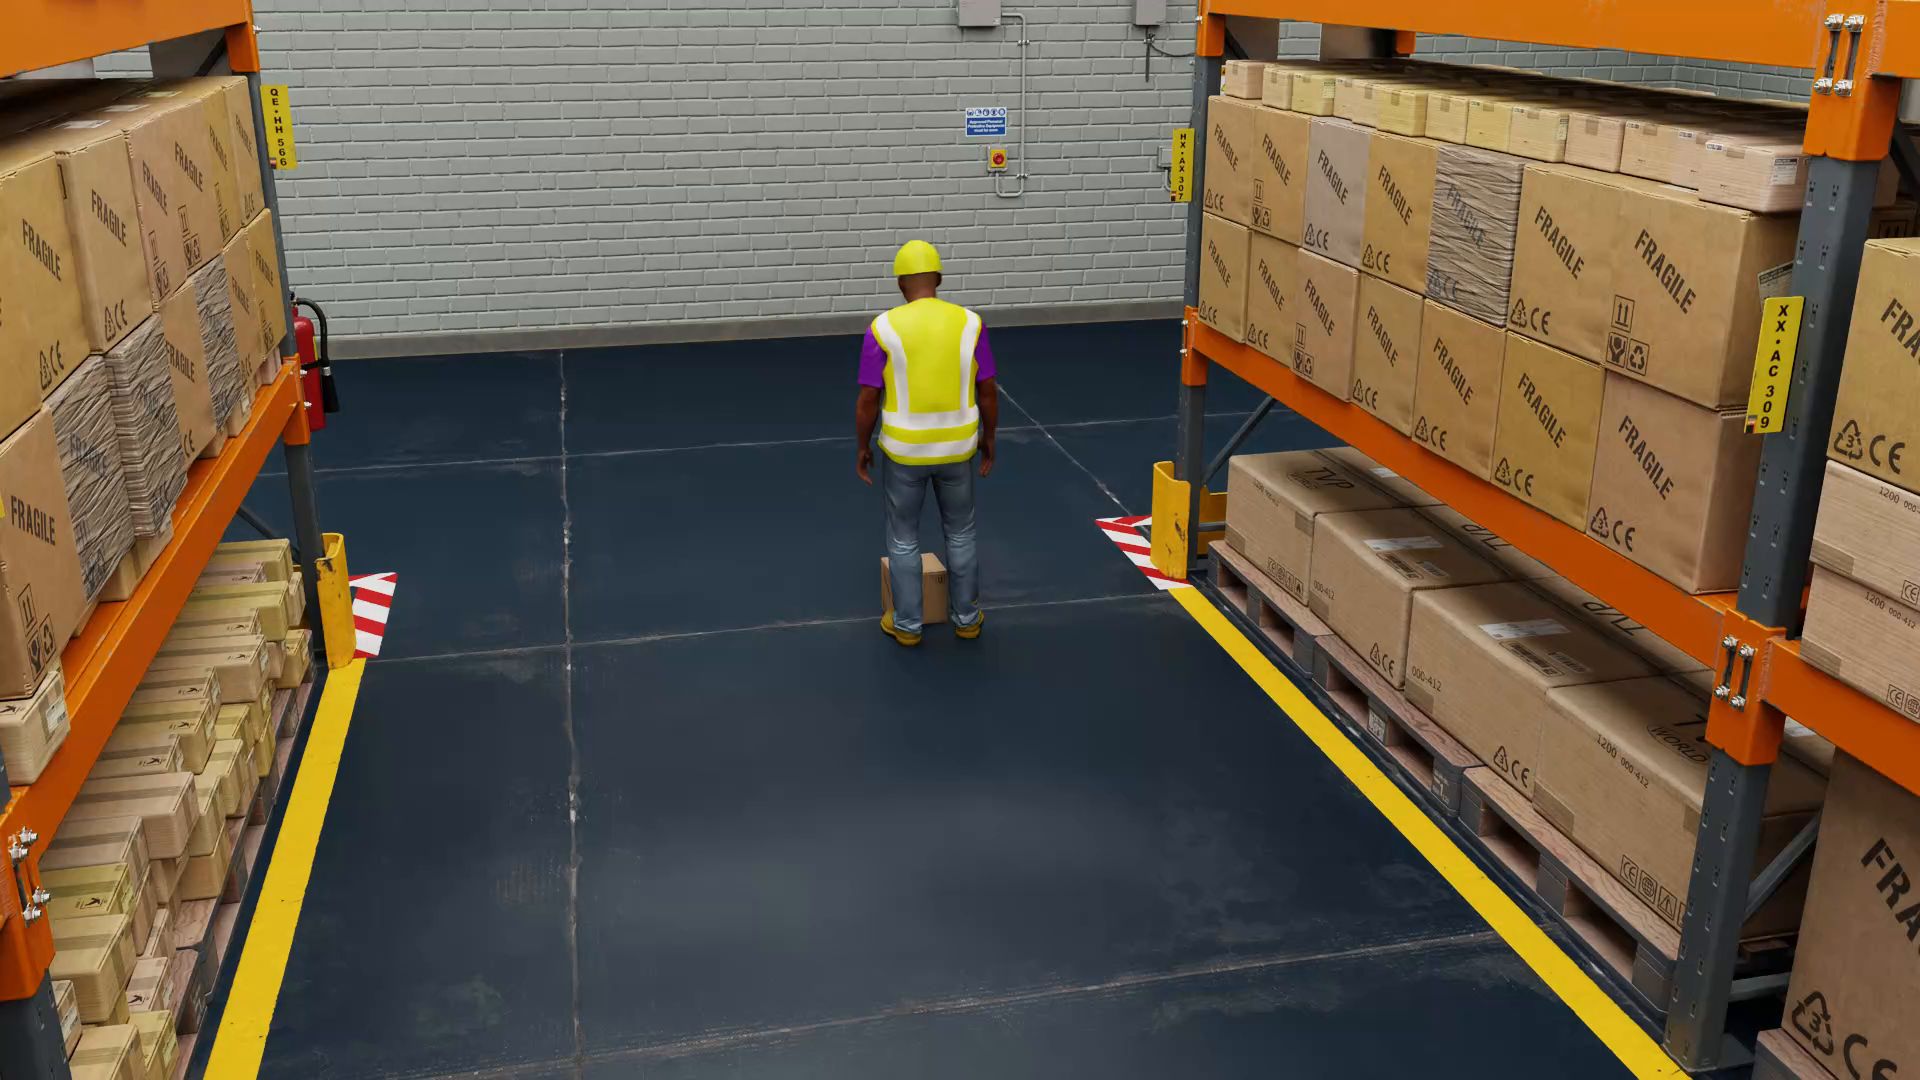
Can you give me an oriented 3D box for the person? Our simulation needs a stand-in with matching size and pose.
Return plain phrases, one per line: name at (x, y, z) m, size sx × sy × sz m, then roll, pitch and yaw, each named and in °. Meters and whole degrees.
person at (-0.145, -0.411, 7.203) m, size 0.626 × 1.761 × 0.458 m, roll -4°, pitch 20°, yaw -12°
